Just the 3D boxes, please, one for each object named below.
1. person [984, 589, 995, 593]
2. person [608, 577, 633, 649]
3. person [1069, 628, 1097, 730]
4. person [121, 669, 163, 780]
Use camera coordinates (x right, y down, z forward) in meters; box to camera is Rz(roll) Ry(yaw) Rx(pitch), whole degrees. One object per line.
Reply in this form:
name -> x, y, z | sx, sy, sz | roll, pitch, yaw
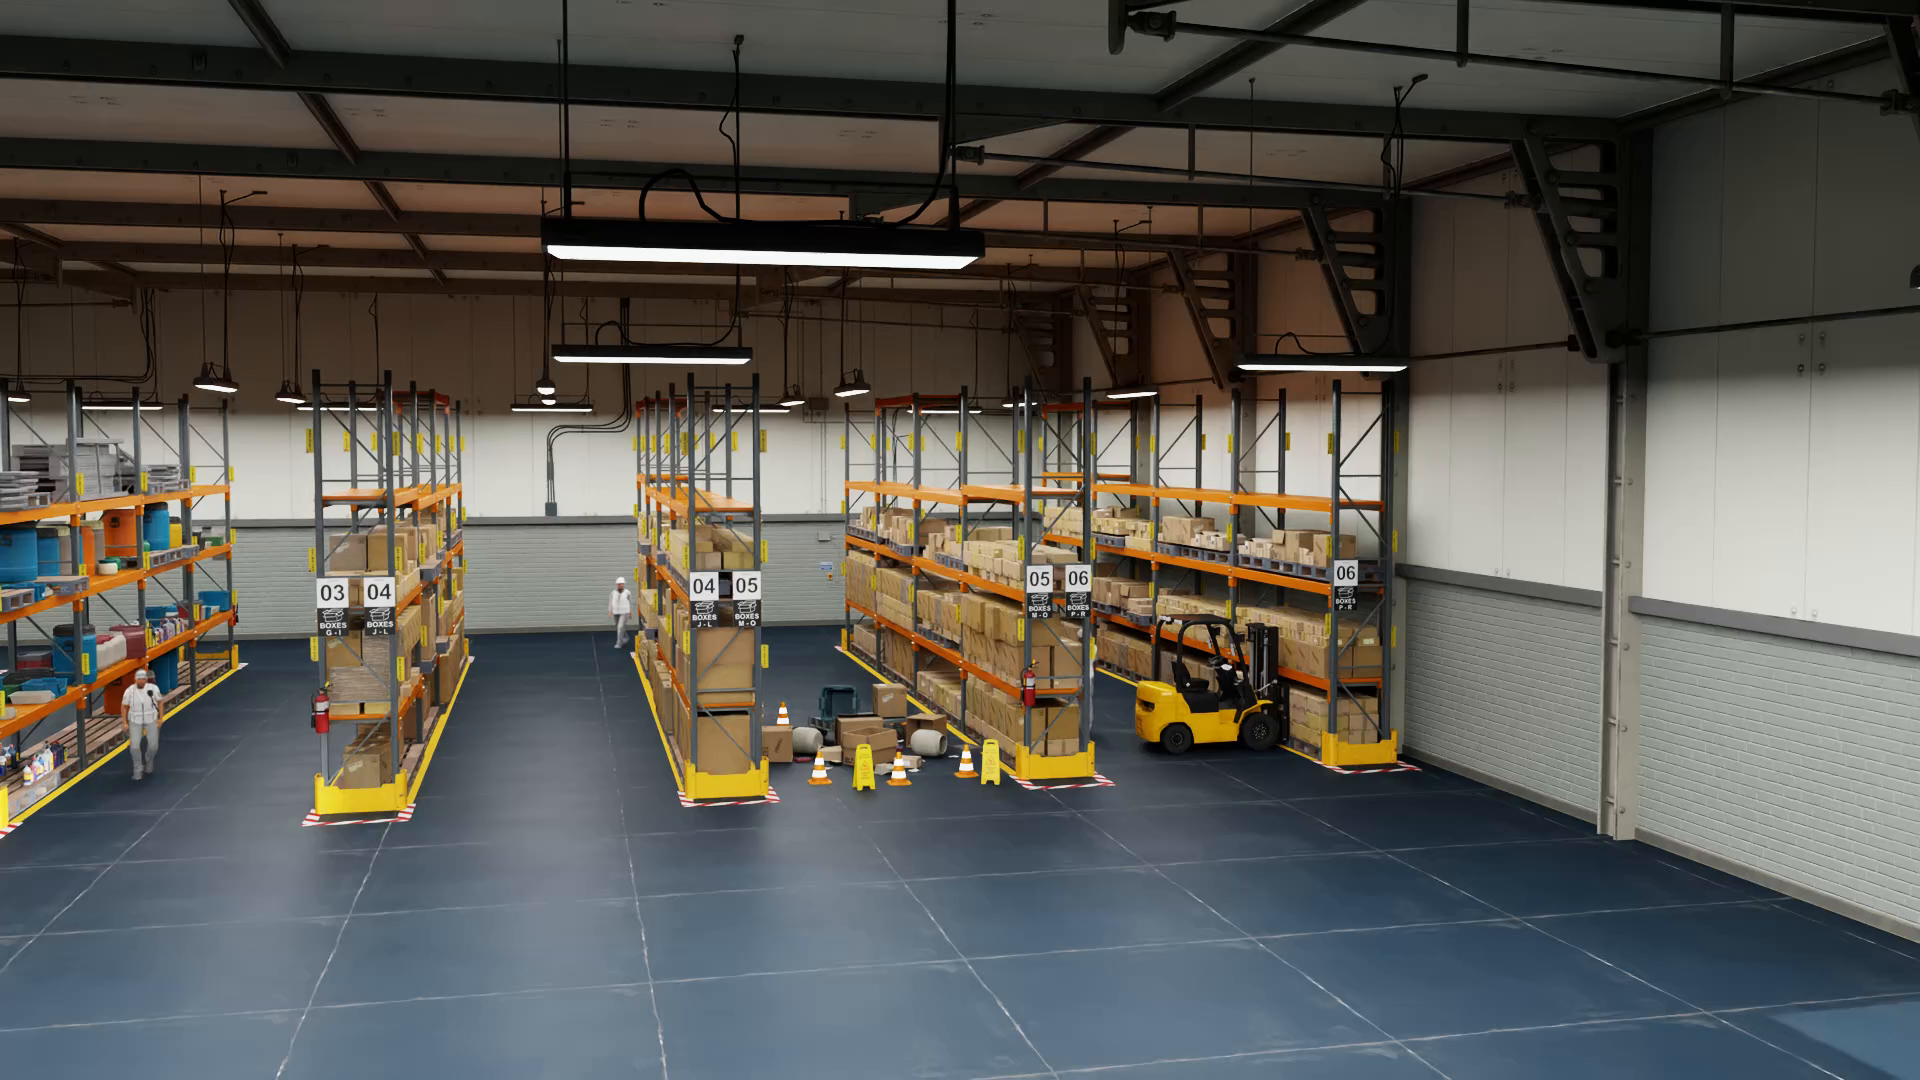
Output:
person -> 0.780, 1.709, 42.474 | 0.561, 1.641, 0.461 | -1, 3, -17
person -> -8.318, 1.775, 40.777 | 0.525, 1.726, 1.050 | 1, 3, 15
person -> 2.163, 2.454, 29.131 | 0.569, 1.830, 0.563 | -1, 3, -18
person -> -12.301, 2.749, 25.028 | 0.571, 1.647, 0.572 | -1, 4, -24
